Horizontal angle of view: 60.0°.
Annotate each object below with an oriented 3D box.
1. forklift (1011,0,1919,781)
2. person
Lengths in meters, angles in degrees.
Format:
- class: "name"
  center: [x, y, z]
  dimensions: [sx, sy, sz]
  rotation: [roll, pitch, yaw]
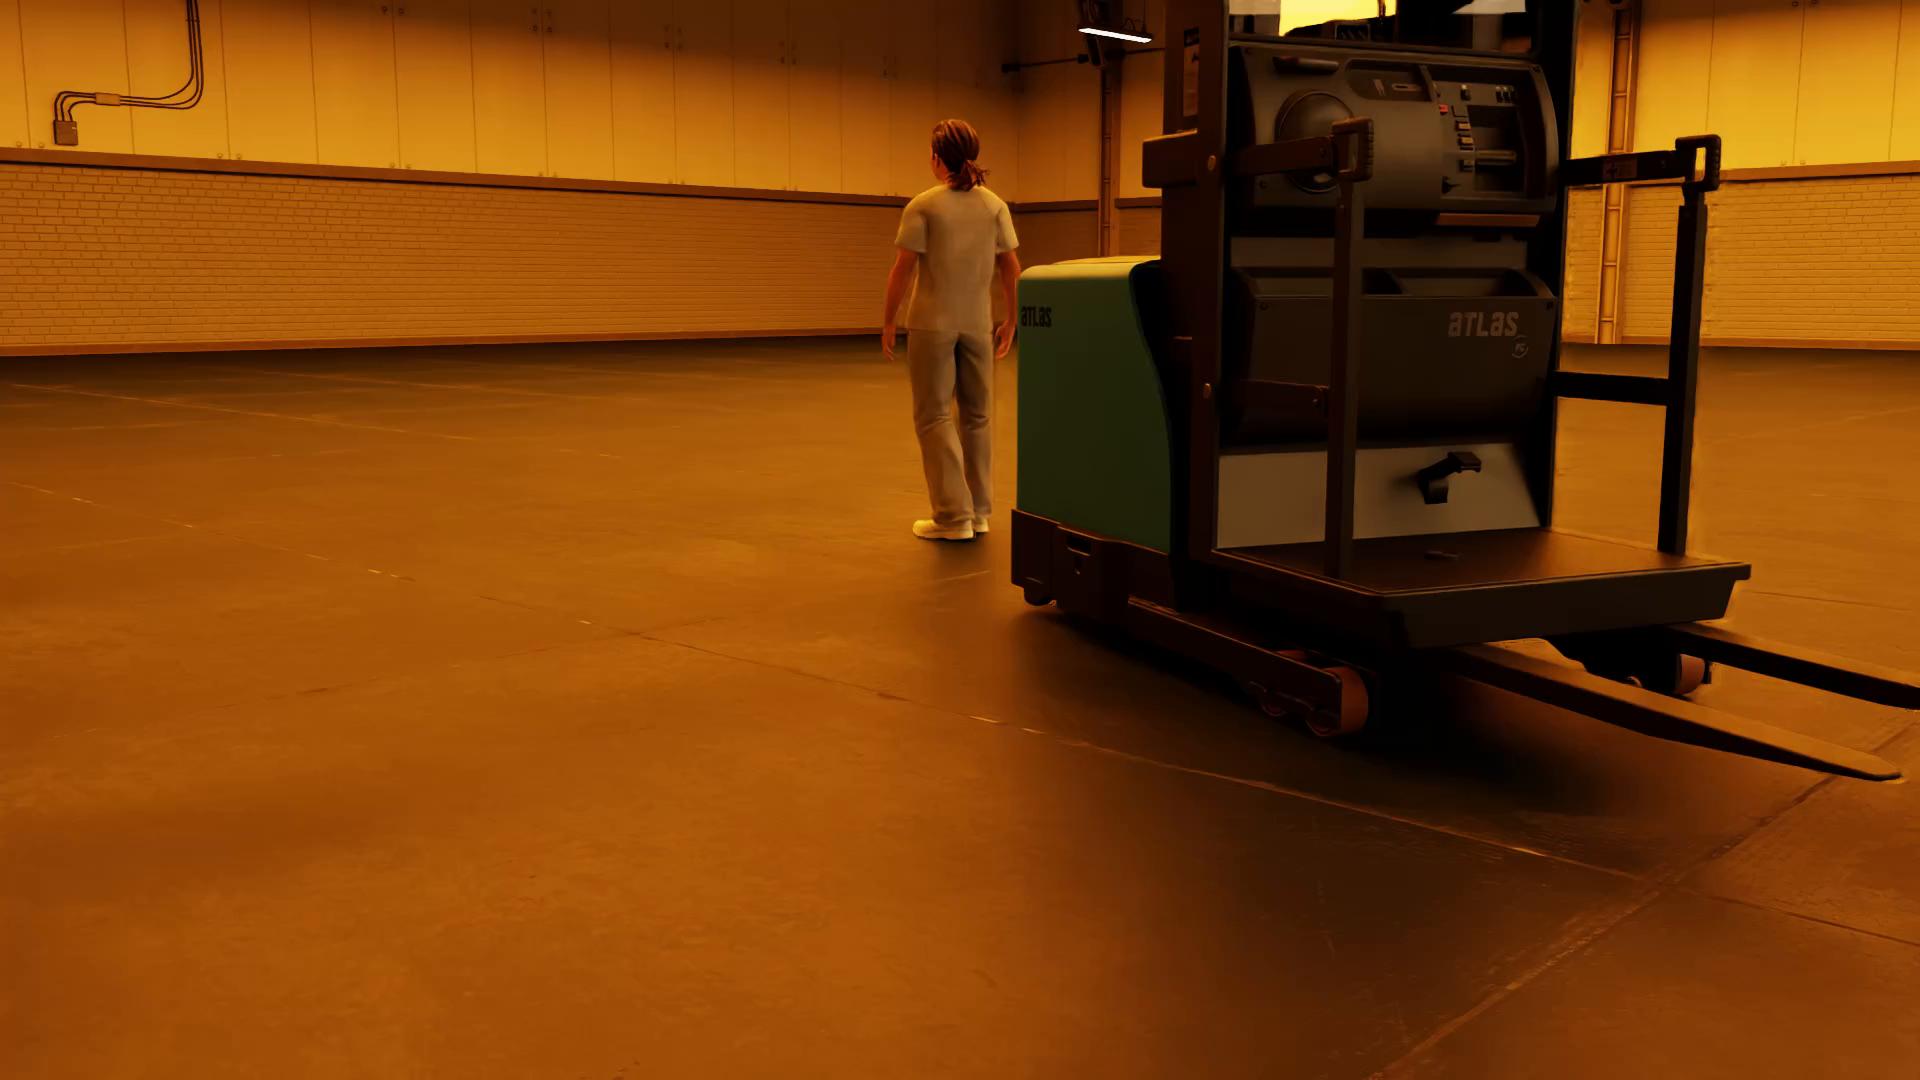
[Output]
- class: "forklift"
  center: [1.200, -1.073, 3.999]
  dimensions: [1.130, 2.935, 3.031]
  rotation: [-4, 9, -22]
- class: "person"
  center: [-0.058, -0.834, 6.715]
  dimensions: [0.549, 1.665, 0.604]
  rotation: [-3, 9, -20]
